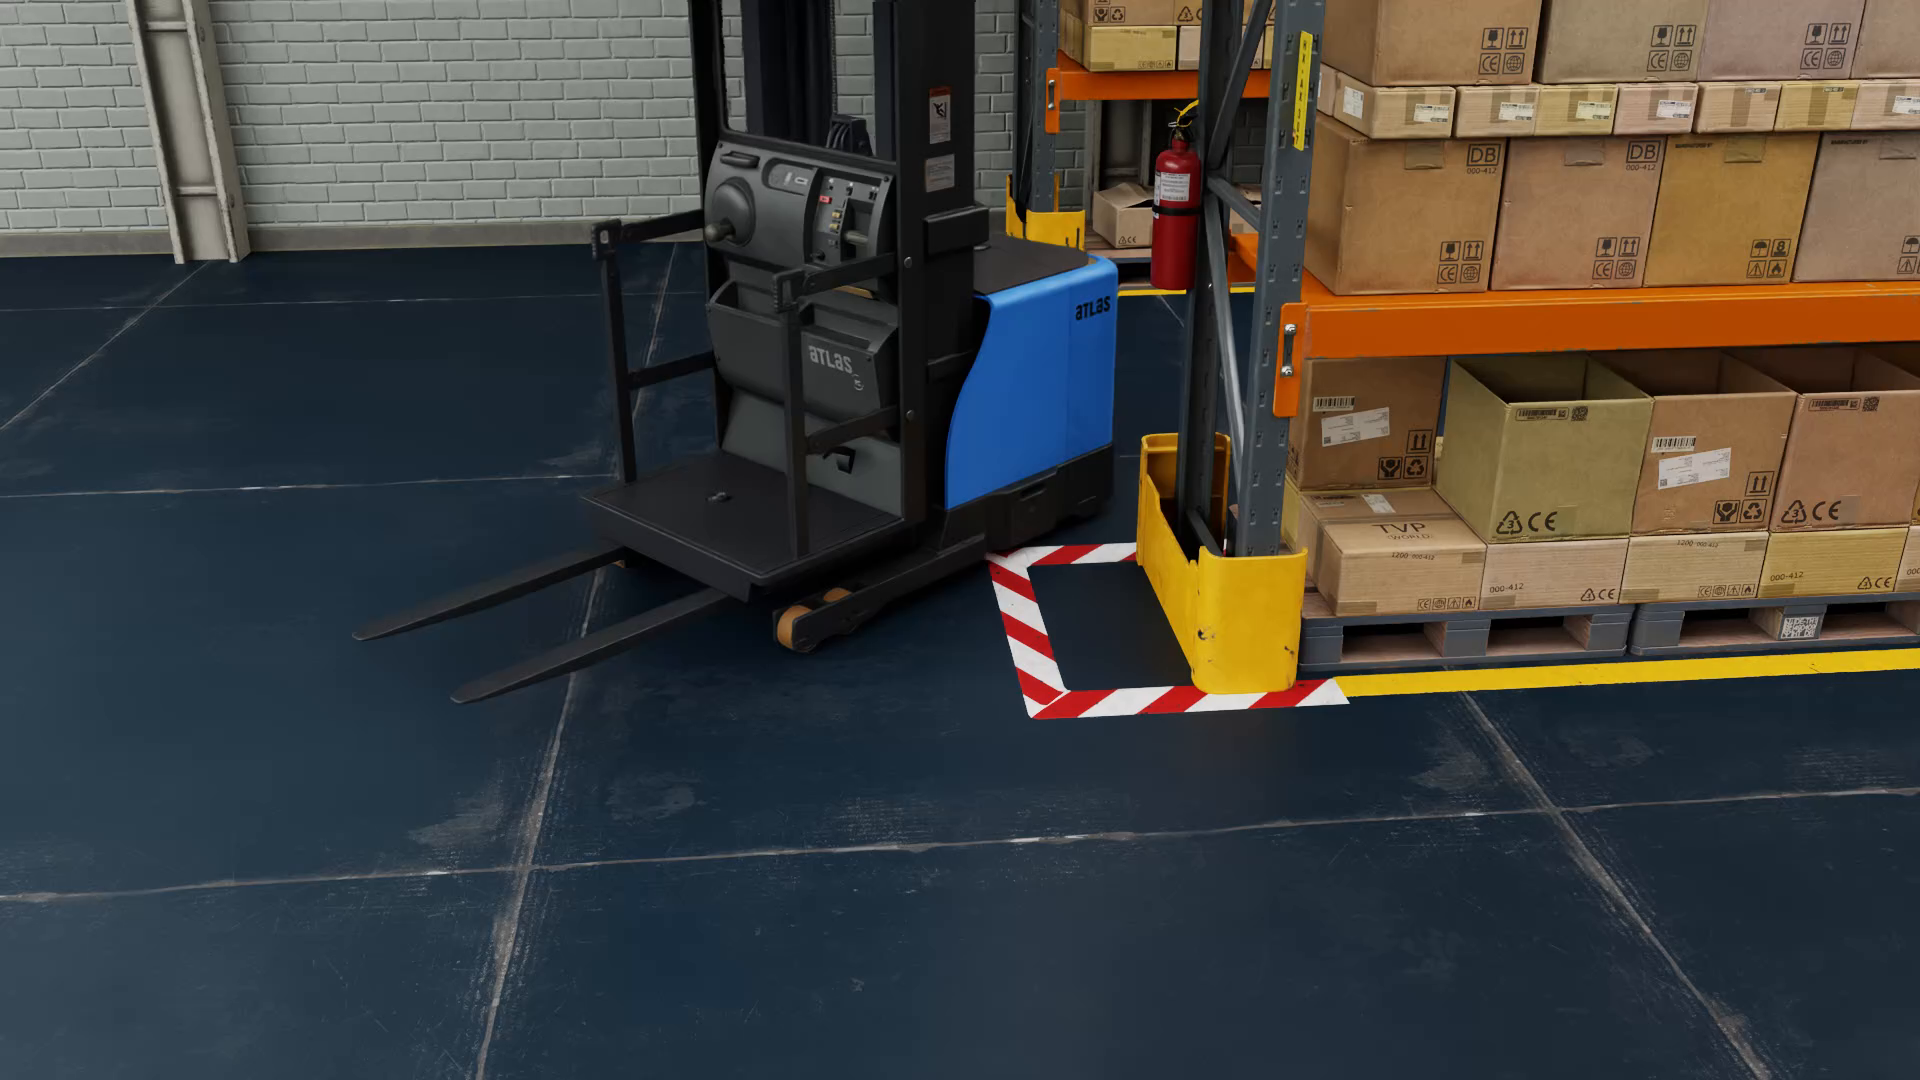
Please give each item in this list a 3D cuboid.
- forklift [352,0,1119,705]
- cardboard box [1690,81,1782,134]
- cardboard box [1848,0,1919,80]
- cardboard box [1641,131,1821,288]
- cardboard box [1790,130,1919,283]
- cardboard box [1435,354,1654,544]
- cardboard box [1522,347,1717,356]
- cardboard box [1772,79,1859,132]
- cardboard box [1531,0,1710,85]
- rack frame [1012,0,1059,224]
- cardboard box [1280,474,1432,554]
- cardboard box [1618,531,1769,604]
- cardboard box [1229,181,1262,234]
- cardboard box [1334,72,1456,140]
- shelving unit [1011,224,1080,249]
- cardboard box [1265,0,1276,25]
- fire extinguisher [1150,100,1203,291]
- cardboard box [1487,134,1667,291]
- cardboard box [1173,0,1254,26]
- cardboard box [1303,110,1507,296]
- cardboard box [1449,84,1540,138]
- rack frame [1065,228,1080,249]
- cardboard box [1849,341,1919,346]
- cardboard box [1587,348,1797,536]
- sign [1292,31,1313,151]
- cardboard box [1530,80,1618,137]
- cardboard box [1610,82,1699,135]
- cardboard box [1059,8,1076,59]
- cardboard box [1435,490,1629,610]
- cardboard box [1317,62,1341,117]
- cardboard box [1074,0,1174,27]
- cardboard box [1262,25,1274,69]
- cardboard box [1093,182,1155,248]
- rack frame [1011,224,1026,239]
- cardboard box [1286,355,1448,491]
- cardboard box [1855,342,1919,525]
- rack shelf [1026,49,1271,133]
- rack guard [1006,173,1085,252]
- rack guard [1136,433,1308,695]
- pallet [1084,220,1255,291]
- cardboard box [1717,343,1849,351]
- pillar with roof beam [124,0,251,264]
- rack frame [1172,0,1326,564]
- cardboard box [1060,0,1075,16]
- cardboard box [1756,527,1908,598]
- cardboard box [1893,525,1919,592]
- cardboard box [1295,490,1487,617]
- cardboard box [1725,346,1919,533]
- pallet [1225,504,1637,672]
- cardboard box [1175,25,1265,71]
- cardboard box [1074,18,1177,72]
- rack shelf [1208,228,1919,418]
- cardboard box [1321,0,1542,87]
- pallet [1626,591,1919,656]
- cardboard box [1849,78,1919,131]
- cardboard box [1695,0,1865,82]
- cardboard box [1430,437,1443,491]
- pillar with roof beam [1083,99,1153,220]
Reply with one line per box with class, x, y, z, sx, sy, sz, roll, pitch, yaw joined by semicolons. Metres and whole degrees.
forklift;-0.729;-1.176;5.787;1.130;2.935;3.031;21;31;39
cardboard box;2.382;-1.406;5.298;0.250;0.149;0.380;-3;24;-7
cardboard box;2.984;-1.811;5.411;0.500;0.500;0.700;-2;24;-5
cardboard box;2.425;-1.193;5.617;0.500;0.500;0.700;-2;24;-5
cardboard box;2.949;-1.215;5.668;0.500;0.500;0.700;-2;24;-4
cardboard box;1.996;-0.323;5.729;0.500;0.500;0.500;-2;24;-5
cardboard box;2.441;-0.559;6.259;0.500;0.500;0.500;-2;24;-5
cardboard box;2.636;-1.416;5.321;0.250;0.149;0.380;-3;24;-6
cardboard box;1.984;-1.770;5.319;0.500;0.500;0.700;-3;24;-7
rack frame;0.452;-3.095;10.020;0.127;3.000;1.000;-2;24;-5
cardboard box;1.447;-0.169;6.306;0.500;0.250;0.500;-2;24;-5
cardboard box;2.493;-0.001;5.928;0.500;0.250;0.500;-2;24;-5
cardboard box;1.717;-2.082;10.509;0.500;0.311;0.500;0;24;-1
cardboard box;1.354;-1.364;5.203;0.250;0.149;0.380;-2;24;-6
shelving unit;0.365;-0.849;7.364;0.252;1.050;0.215;8;24;17
cardboard box;1.964;-3.310;9.740;0.500;0.500;0.500;-3;24;-7
fire extinguisher;0.779;-1.241;5.944;0.183;0.674;0.296;-2;24;-5
cardboard box;1.931;-1.175;5.578;0.500;0.500;0.700;-2;24;-4
cardboard box;1.450;-3.292;9.699;0.500;0.500;0.500;-2;24;-5
cardboard box;1.409;-1.152;5.526;0.500;0.500;0.700;-2;24;-5
cardboard box;1.617;-1.375;5.230;0.250;0.149;0.380;-3;24;-7
rack frame;0.480;-0.833;7.327;0.008;1.050;0.200;8;24;17
cardboard box;3.436;-0.599;6.349;0.500;0.500;0.500;-2;24;-5
cardboard box;2.492;-0.349;5.786;0.500;0.500;0.500;-2;24;-5
sign;0.991;-1.300;4.819;0.005;0.325;0.100;-2;24;-5
cardboard box;1.865;-1.385;5.251;0.250;0.149;0.380;-2;24;-5
cardboard box;2.117;-1.394;5.271;0.250;0.149;0.380;-3;24;-6
cardboard box;0.898;-3.133;10.265;0.500;0.250;0.500;-2;24;-4
cardboard box;1.996;0.019;5.883;0.500;0.250;0.500;-2;24;-5
cardboard box;1.304;-1.527;5.572;0.250;0.149;0.380;-3;24;-6
cardboard box;0.957;-3.276;9.664;0.500;0.500;0.500;-2;24;-5
cardboard box;1.992;-2.971;9.902;0.500;0.250;0.500;-3;24;-6
cardboard box;1.150;-2.059;10.458;0.500;0.311;0.500;-5;24;-11
rack frame;0.249;-0.866;7.400;0.008;1.050;0.200;8;24;17
cardboard box;1.447;-0.513;6.156;0.500;0.500;0.500;-2;24;-5
cardboard box;3.487;-0.387;5.873;0.500;0.500;0.500;-2;24;-5
rack shelf;2.442;-2.846;10.346;4.000;0.370;1.077;-2;24;-5
rack guard;0.528;-1.956;10.535;0.348;0.500;1.175;-2;24;-5
rack guard;0.919;0.050;6.022;0.348;0.500;1.175;-2;24;-5
pallet;1.340;-1.842;10.635;1.213;0.211;1.003;-2;24;-5
cardboard box;2.939;-0.578;6.303;0.500;0.500;0.500;-2;24;-5
pillar with roof beam;-4.484;-4.235;5.198;0.400;9.000;9.100;-2;24;-5
rack frame;0.943;-1.093;5.516;0.127;3.000;1.000;-2;24;-5
cardboard box;0.900;-3.483;10.130;0.500;0.500;0.500;-3;24;-6
cardboard box;2.991;-0.019;5.968;0.500;0.250;0.500;-2;24;-5
cardboard box;3.489;-0.039;6.014;0.500;0.250;0.500;-2;24;-5
cardboard box;1.498;0.040;5.835;0.500;0.250;0.500;-2;24;-5
cardboard box;2.991;-0.361;5.815;0.500;0.500;0.500;-2;24;-5
pallet;1.700;0.134;6.189;1.213;0.211;1.003;-2;24;-5
cardboard box;1.484;-2.953;9.862;0.500;0.250;0.500;-3;24;-7
cardboard box;0.969;-2.927;9.802;0.500;0.250;0.500;-3;24;-7
rack shelf;2.933;-0.844;5.842;4.000;0.370;1.077;-2;24;-5
cardboard box;1.461;-1.747;5.267;0.500;0.500;0.700;-2;24;-5
pallet;2.911;0.086;6.296;1.213;0.211;1.003;-2;24;-5
cardboard box;2.884;-1.425;5.341;0.250;0.149;0.380;-2;24;-5
cardboard box;2.486;-1.791;5.365;0.500;0.500;0.700;-2;24;-5
cardboard box;1.944;-0.194;6.362;0.500;0.250;0.500;-2;24;-5
pillar with roof beam;1.487;-4.474;5.737;0.400;9.000;9.100;-2;24;-5
